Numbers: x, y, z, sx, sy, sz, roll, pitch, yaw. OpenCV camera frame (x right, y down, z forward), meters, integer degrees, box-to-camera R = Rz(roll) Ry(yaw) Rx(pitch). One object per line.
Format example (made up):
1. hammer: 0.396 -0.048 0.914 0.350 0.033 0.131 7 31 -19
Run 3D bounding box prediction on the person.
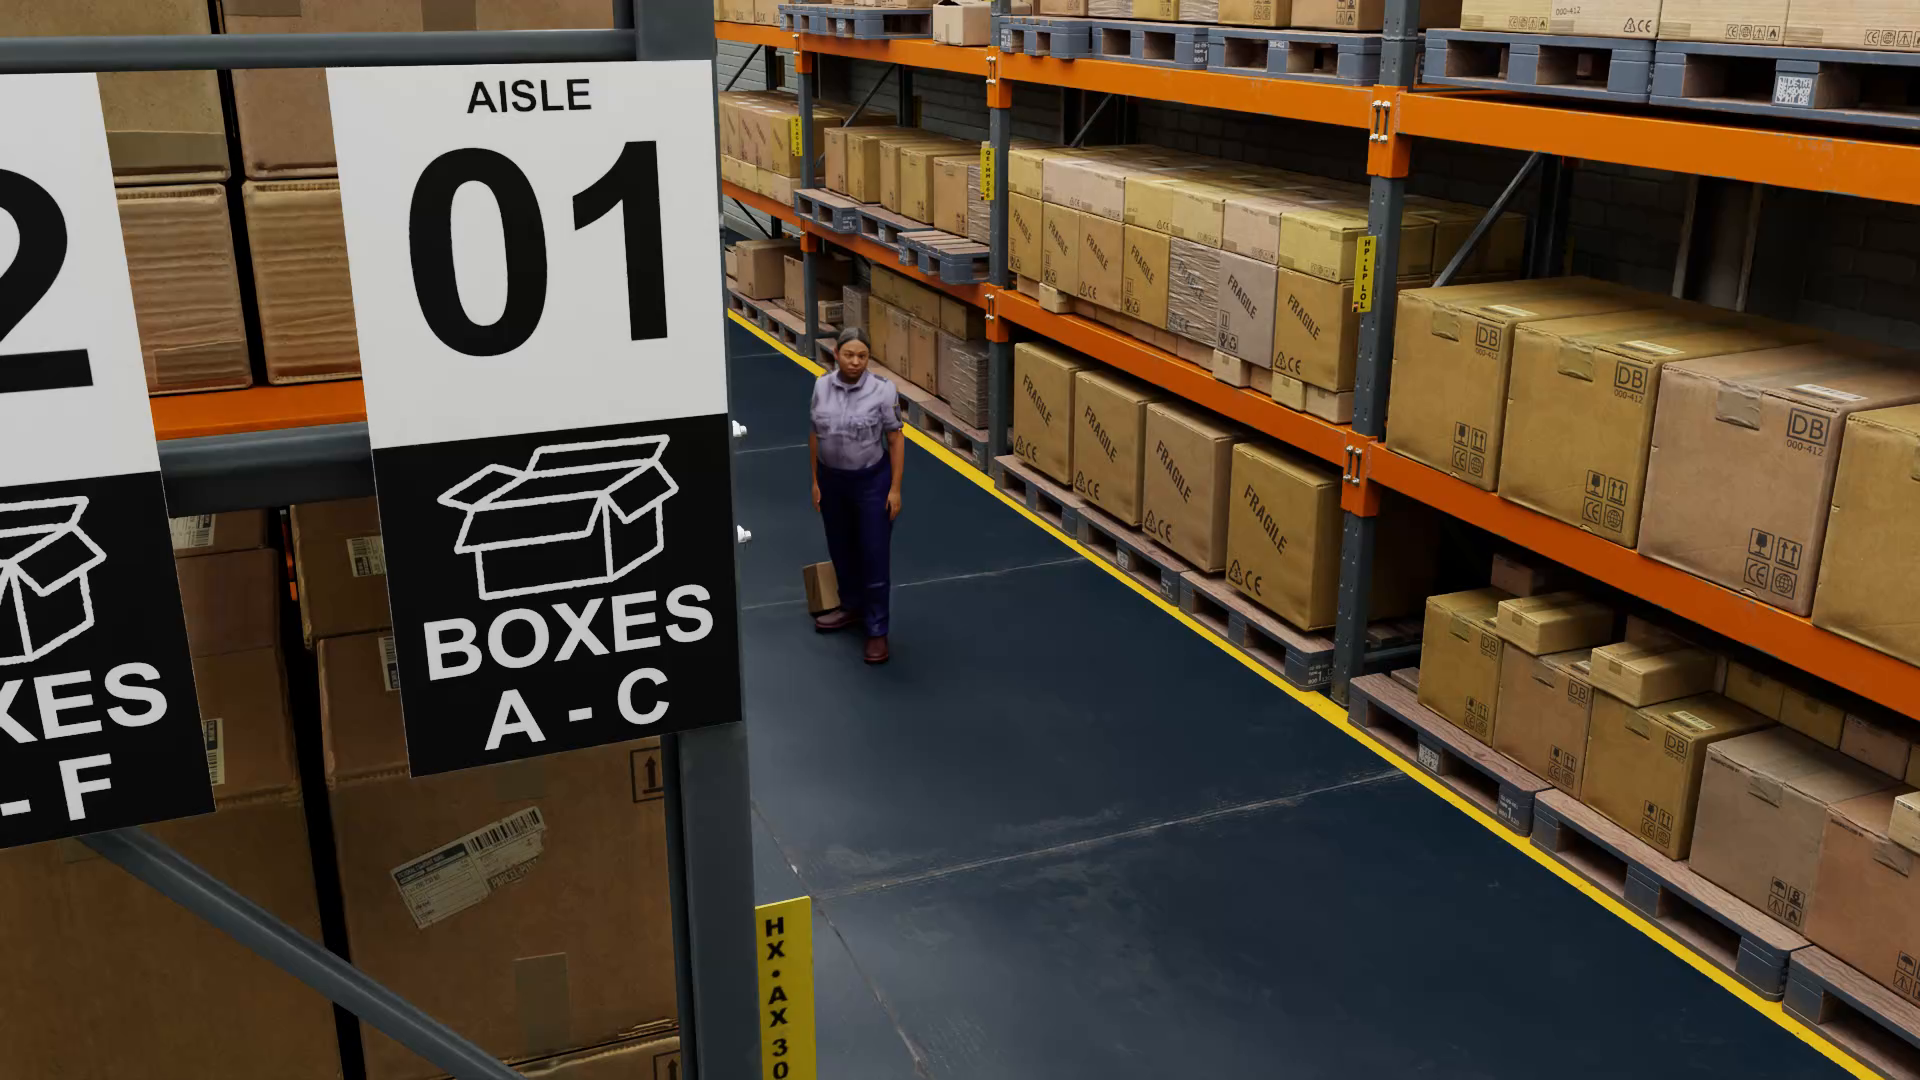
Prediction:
1. person: -0.538 -0.264 8.326 0.531 1.647 0.526 8 21 22
